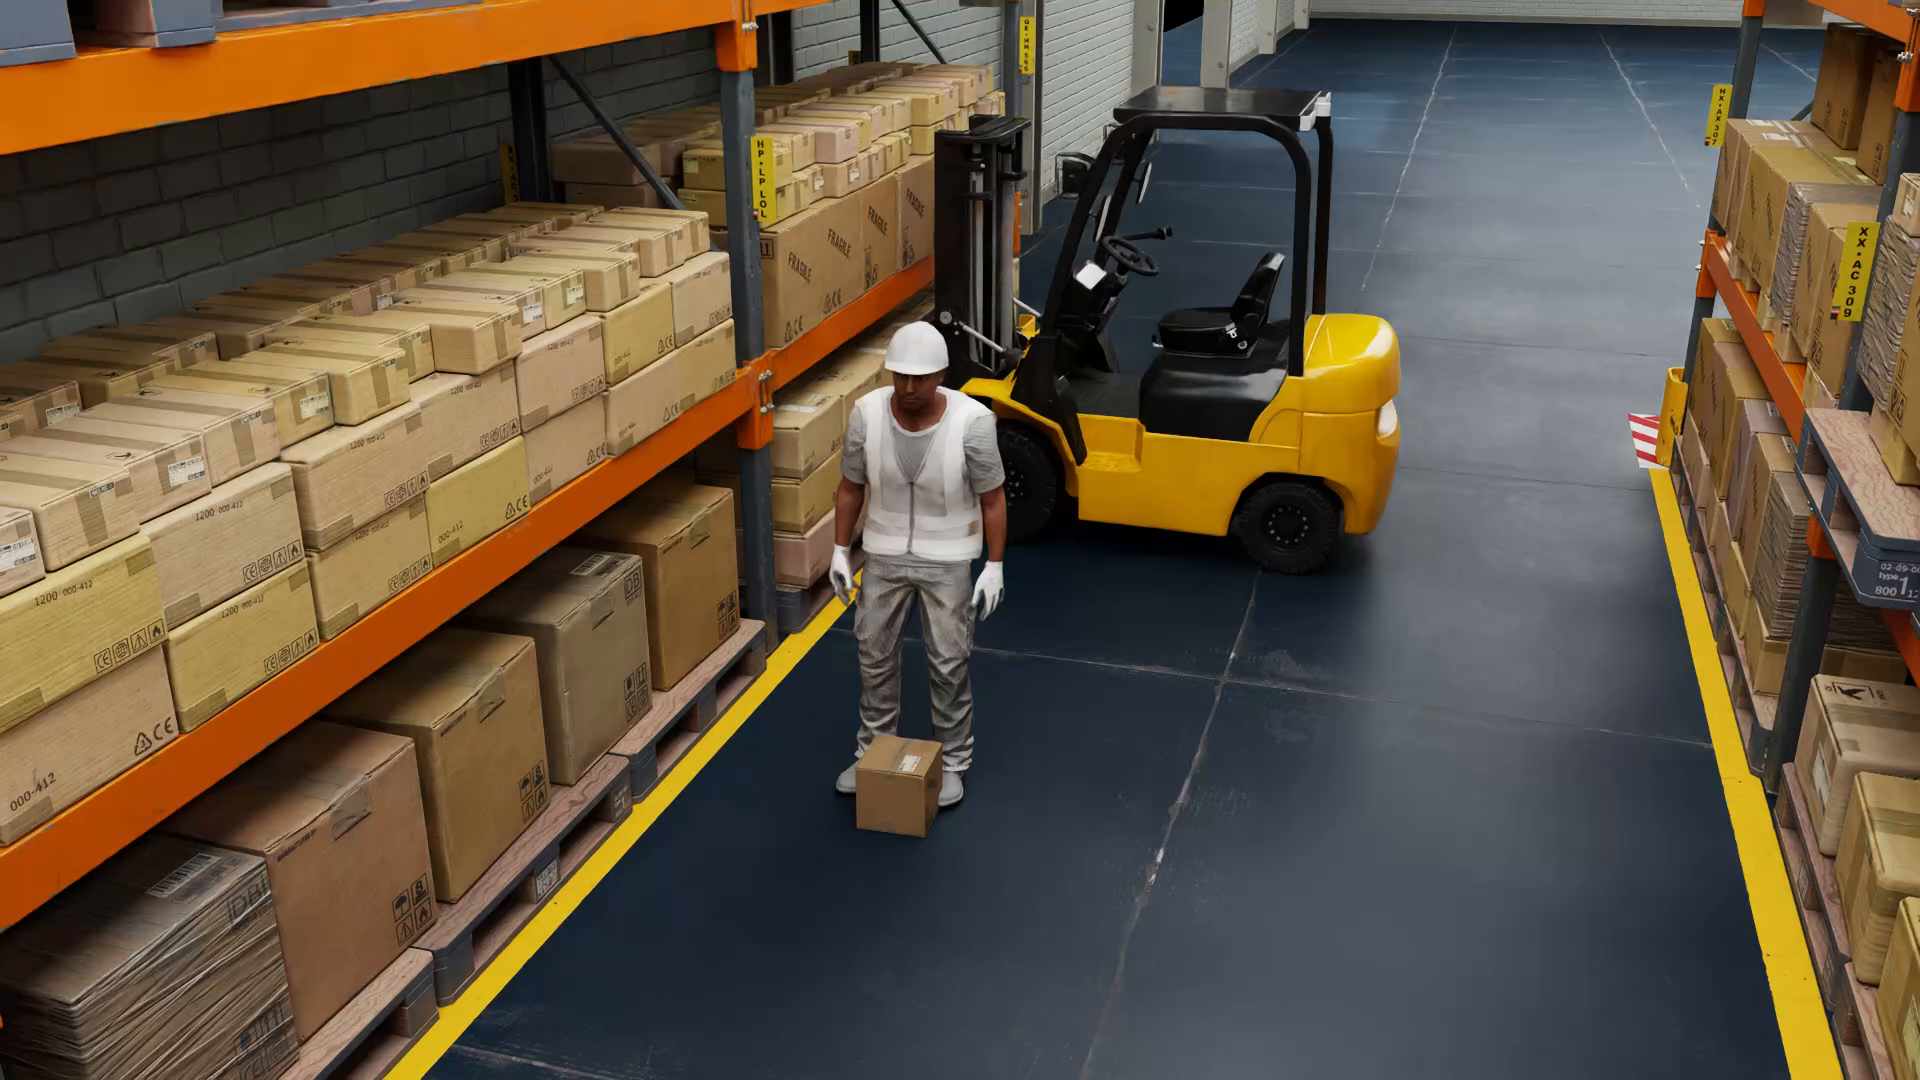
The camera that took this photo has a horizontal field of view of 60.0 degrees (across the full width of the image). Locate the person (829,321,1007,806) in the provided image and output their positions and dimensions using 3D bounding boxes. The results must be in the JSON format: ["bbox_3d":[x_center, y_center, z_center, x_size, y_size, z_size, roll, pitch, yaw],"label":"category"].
[{"bbox_3d":[-0.146,0.086,5.855,0.632,1.776,0.444,5,22,13],"label":"person"}]
